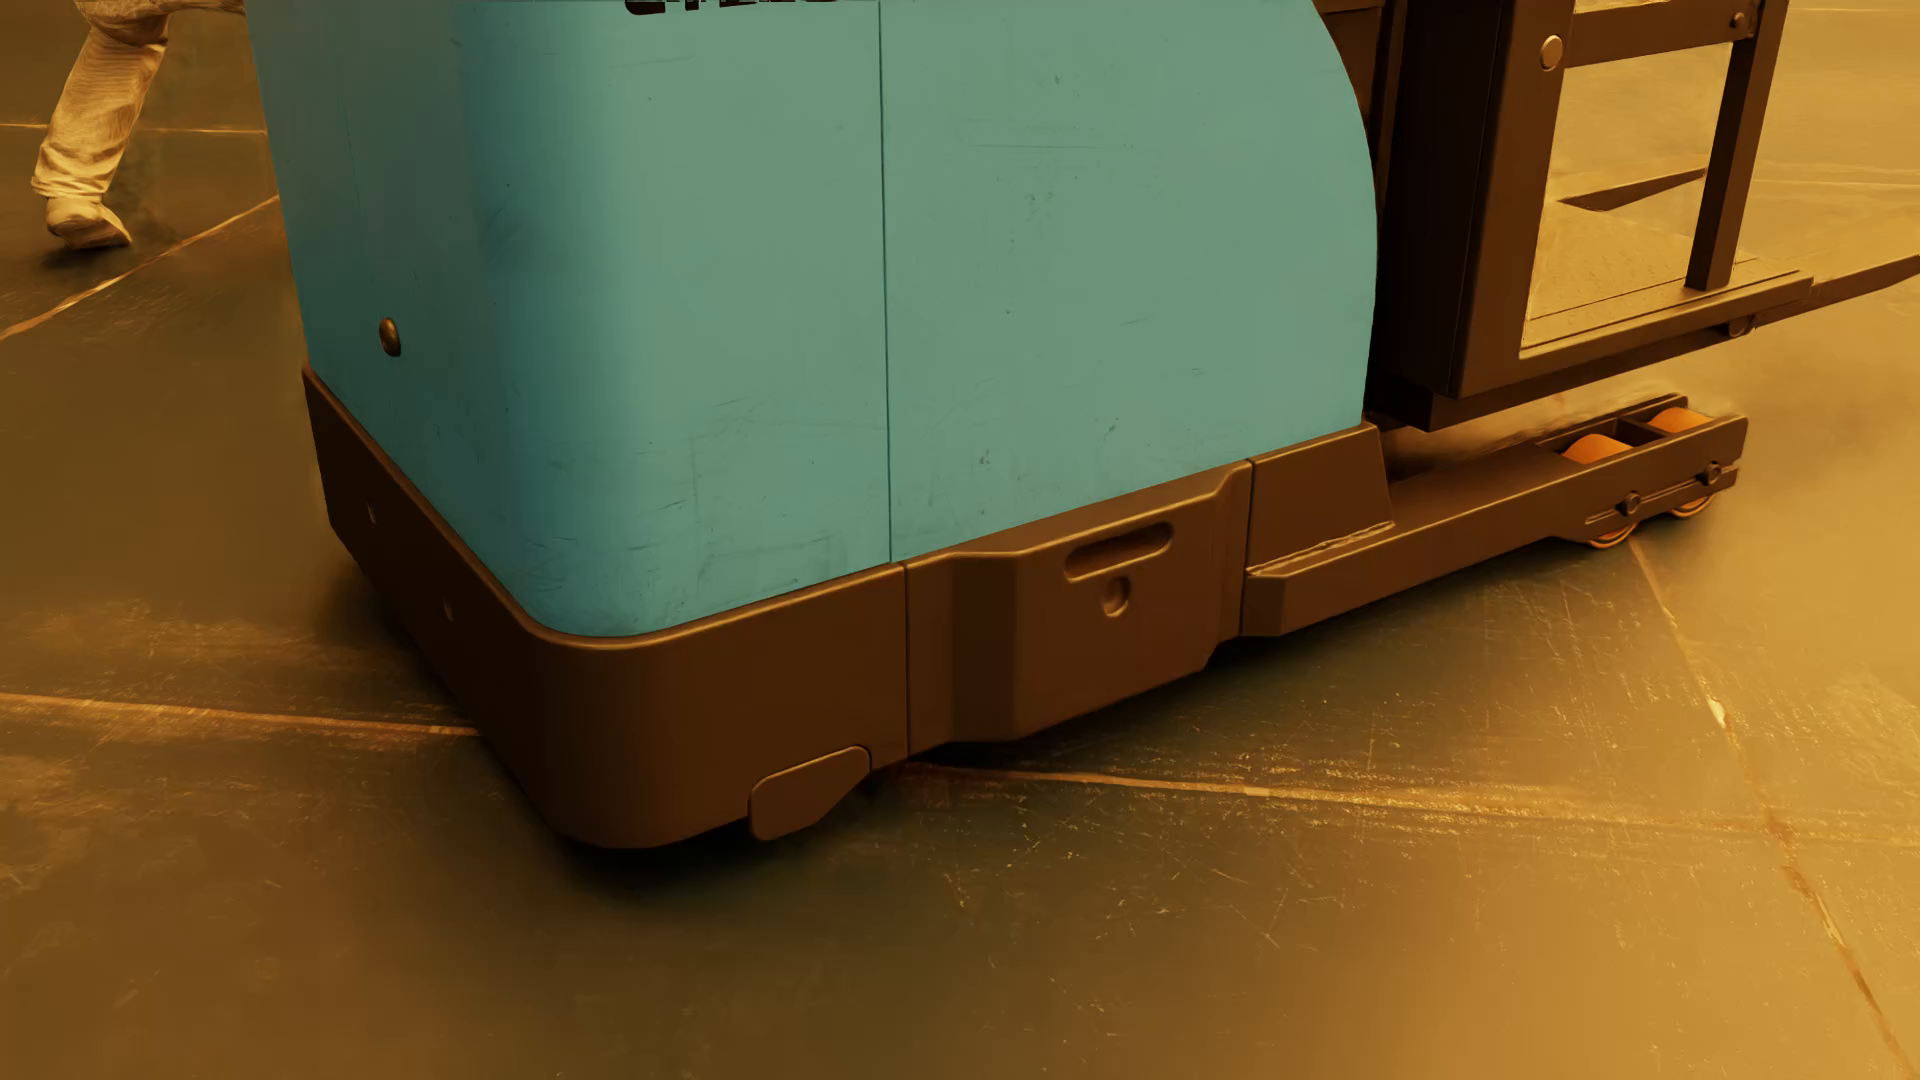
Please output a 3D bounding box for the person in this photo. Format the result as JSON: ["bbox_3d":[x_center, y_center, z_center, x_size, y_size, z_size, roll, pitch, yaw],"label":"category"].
[{"bbox_3d":[-1.670,-1.381,3.635,0.825,1.514,0.927,1,27,3],"label":"person"}]

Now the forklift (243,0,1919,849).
[{"bbox_3d":[0.601,-1.479,2.181,3.031,2.935,1.130,-16,31,-30],"label":"forklift"}]
